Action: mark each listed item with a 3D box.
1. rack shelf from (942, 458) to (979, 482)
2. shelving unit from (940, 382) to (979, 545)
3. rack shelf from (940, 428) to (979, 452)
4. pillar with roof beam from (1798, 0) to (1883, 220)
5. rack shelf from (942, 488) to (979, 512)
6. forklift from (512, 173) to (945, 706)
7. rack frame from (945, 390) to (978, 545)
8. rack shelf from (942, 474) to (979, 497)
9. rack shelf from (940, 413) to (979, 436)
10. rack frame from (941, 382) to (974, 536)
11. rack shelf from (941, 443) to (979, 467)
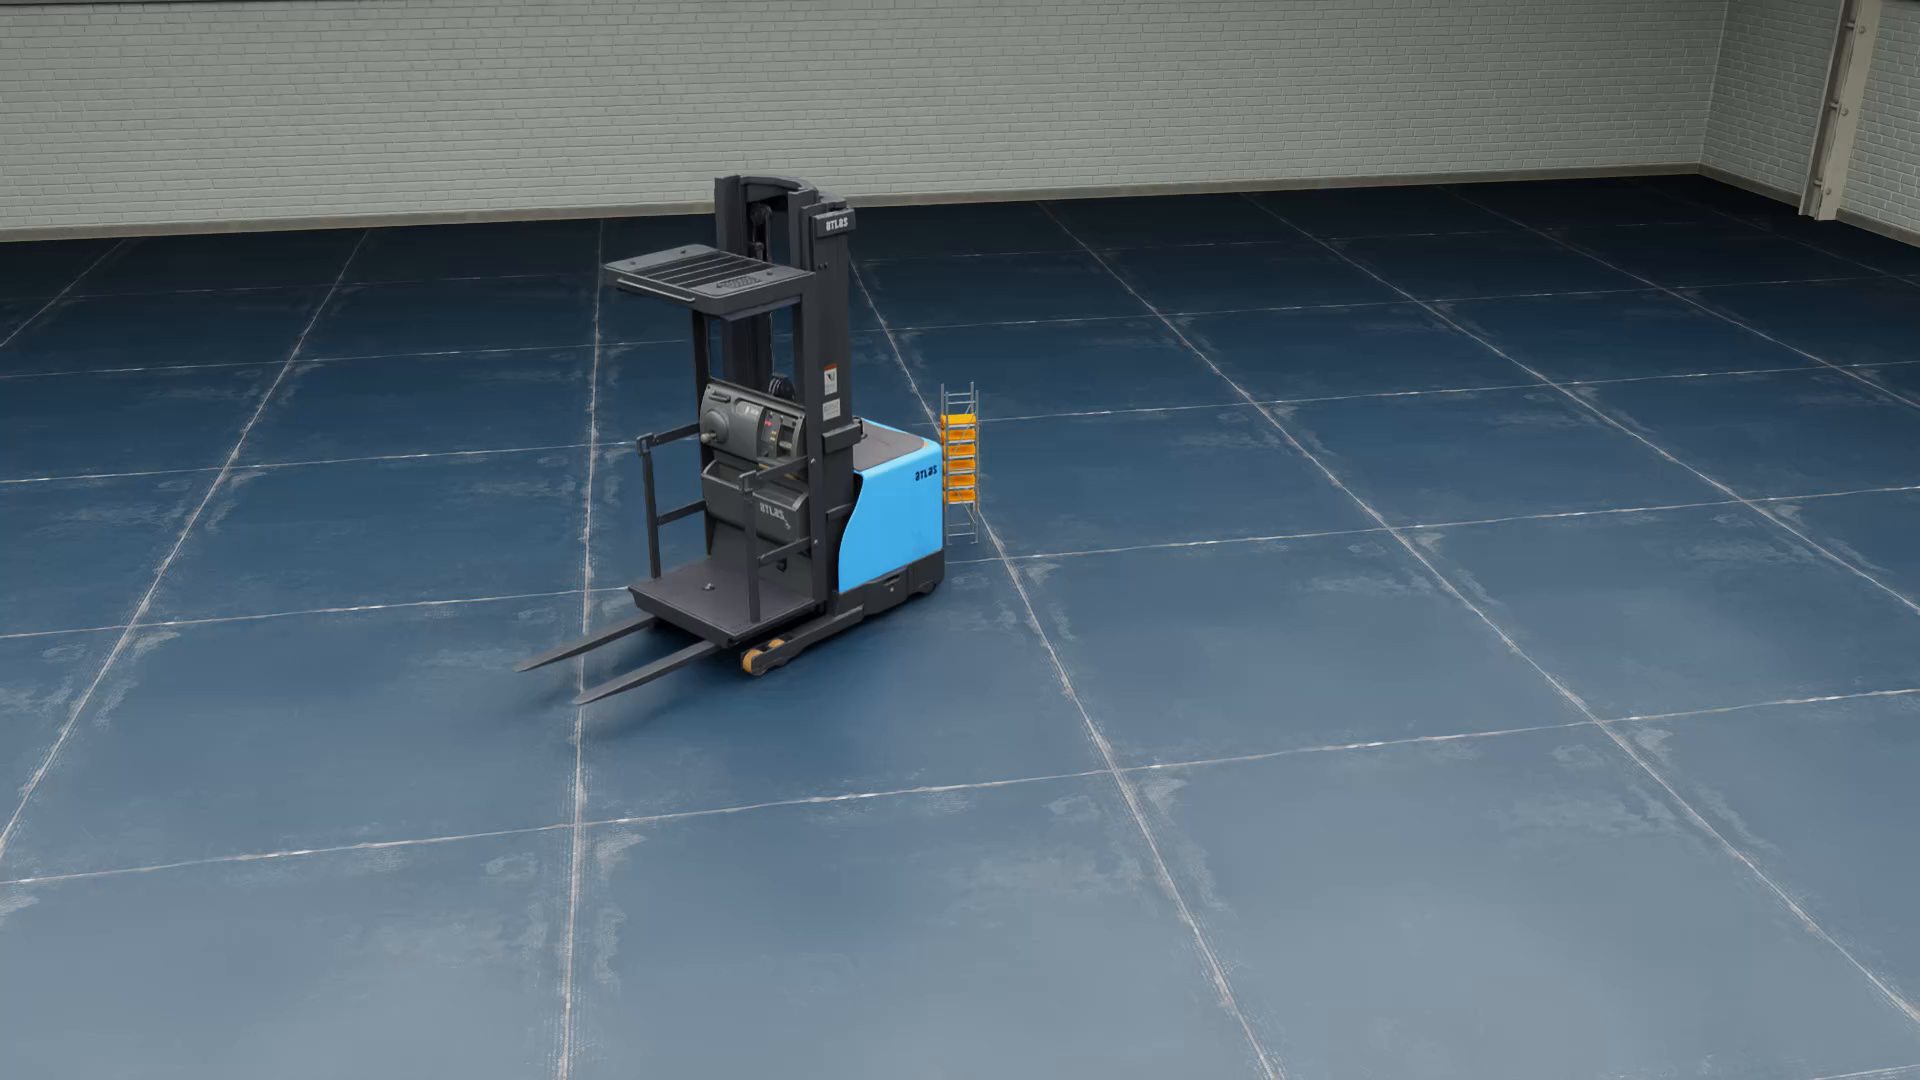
[{"bbox_3d":[-0.003,-0.515,12.283,0.258,0.103,0.180,-4,24,-10],"label":"rack shelf"},{"bbox_3d":[-0.003,-0.556,12.265,0.258,1.200,0.189,-4,24,-10],"label":"shelving unit"},{"bbox_3d":[-0.003,-0.735,12.187,0.258,0.103,0.180,-4,24,-10],"label":"rack shelf"},{"bbox_3d":[7.383,-8.186,19.992,9.100,9.000,0.400,-4,24,-10],"label":"pillar with roof beam"},{"bbox_3d":[-0.003,-0.295,12.379,0.258,0.103,0.180,-4,24,-10],"label":"rack shelf"},{"bbox_3d":[-1.470,-0.712,10.461,1.130,2.935,3.031,20,31,38],"label":"forklift"},{"bbox_3d":[0.014,-0.520,12.183,0.240,1.200,0.006,-4,24,-10],"label":"rack frame"},{"bbox_3d":[-0.003,-0.405,12.331,0.258,0.103,0.180,-4,24,-10],"label":"rack shelf"},{"bbox_3d":[-0.003,-0.845,12.139,0.258,0.103,0.180,-4,24,-10],"label":"rack shelf"},{"bbox_3d":[-0.020,-0.592,12.348,0.240,1.200,0.006,-4,24,-10],"label":"rack frame"},{"bbox_3d":[-0.003,-0.625,12.235,0.258,0.103,0.180,-4,24,-10],"label":"rack shelf"}]
